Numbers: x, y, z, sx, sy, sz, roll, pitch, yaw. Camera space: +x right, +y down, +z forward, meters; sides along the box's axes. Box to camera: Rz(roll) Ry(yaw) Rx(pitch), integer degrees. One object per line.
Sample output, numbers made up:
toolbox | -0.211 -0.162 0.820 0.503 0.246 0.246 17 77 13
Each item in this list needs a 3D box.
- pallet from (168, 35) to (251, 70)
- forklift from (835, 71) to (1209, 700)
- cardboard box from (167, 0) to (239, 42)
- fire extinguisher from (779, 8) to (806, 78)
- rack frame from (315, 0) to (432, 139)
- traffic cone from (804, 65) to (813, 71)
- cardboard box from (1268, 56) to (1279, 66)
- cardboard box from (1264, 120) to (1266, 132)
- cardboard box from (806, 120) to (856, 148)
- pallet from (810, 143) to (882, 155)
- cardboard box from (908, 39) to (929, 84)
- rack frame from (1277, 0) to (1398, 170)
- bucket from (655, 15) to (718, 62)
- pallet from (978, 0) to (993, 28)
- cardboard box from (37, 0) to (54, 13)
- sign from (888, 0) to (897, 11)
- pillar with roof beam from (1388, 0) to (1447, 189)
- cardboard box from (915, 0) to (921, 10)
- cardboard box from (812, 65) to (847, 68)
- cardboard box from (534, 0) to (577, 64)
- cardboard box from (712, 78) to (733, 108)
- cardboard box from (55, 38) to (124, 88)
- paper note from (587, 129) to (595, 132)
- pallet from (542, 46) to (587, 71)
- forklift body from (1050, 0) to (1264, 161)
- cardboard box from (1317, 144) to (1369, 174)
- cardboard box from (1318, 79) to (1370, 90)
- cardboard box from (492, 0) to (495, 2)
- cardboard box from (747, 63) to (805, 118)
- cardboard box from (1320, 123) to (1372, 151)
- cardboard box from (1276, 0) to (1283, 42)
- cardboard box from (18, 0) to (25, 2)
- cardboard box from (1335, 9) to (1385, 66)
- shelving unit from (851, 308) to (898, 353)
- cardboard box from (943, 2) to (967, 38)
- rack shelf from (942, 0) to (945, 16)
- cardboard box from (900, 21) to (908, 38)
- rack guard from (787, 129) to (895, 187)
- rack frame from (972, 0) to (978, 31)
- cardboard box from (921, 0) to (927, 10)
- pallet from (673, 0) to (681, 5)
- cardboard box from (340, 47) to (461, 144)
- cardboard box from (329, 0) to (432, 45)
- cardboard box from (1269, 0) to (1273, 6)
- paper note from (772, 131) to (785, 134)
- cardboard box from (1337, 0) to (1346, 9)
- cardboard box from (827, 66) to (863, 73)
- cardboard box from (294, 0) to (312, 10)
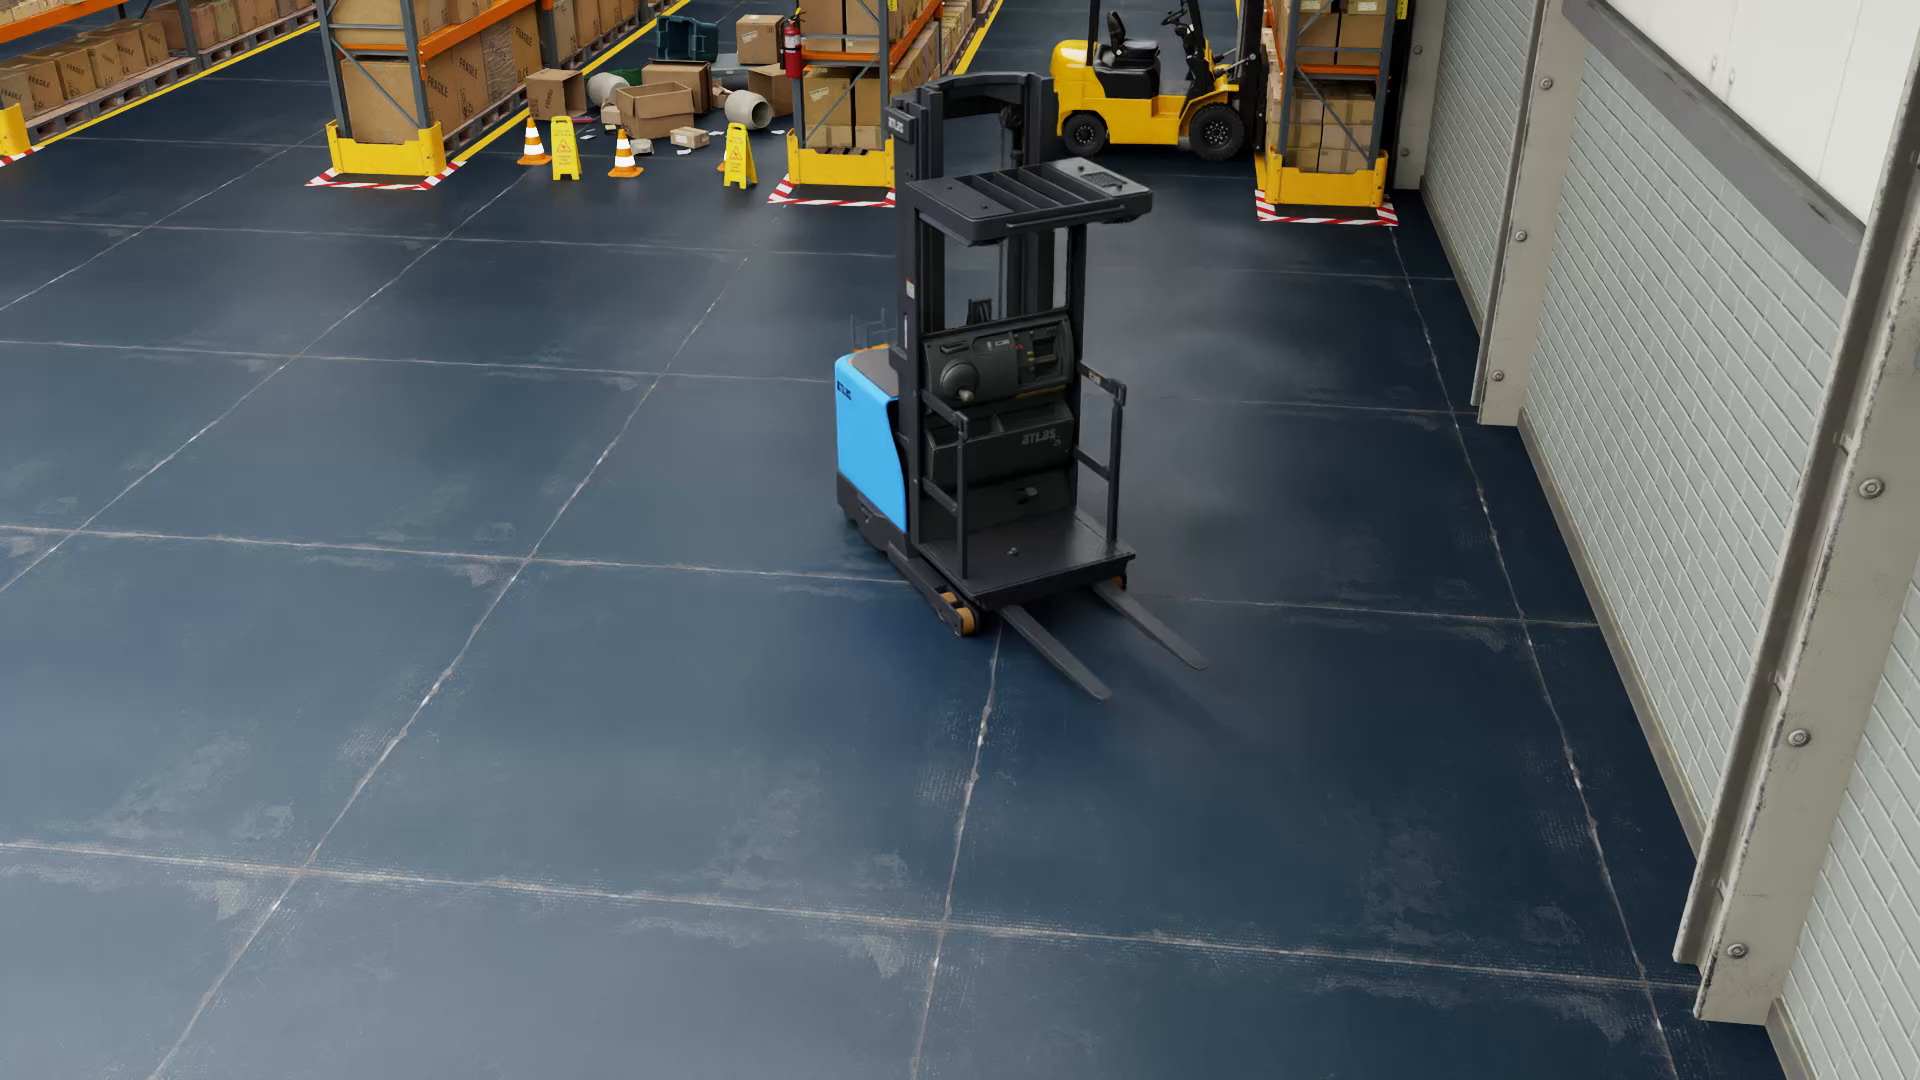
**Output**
pallet | -10.470 -6.683 22.725 1.003 0.211 1.213 3 28 6
forklift | 0.329 -0.983 9.276 1.130 2.935 3.031 -14 31 -24
cardboard box | -10.390 -7.149 22.820 0.700 0.500 0.500 3 28 6
fire extinguisher | -1.690 -5.024 16.787 0.296 0.674 0.183 3 28 6
rack frame | -6.144 -5.325 17.264 1.000 3.000 0.127 3 28 6
traffic cone | -1.966 -6.516 22.150 0.336 0.463 0.334 3 28 6
cardboard box | 3.633 -5.165 18.369 0.500 0.250 0.500 3 28 5
cardboard box | 3.634 -4.727 18.610 0.500 0.250 0.500 4 29 8
cardboard box | -1.384 -4.467 18.128 0.500 0.250 0.500 3 28 6
pallet | -1.075 -4.274 18.253 1.003 0.211 1.213 3 28 6
cardboard box | -0.657 -5.499 19.252 0.500 0.500 0.500 5 29 9
rack frame | 3.708 -4.799 16.287 1.000 3.000 0.127 3 28 6
bucket | -3.382 -6.238 20.808 0.726 0.611 0.620 14 21 24
pallet | -0.067 -7.990 25.151 1.003 0.211 1.213 3 28 6
cardboard box | -10.640 -6.140 19.042 0.380 0.149 0.250 3 28 6
sign | -0.680 -5.435 16.555 0.100 0.325 0.005 3 28 6
pillar with roof beam | 0.415 -7.965 15.839 9.100 9.000 0.400 3 28 6
cardboard box | -0.710 -6.191 18.452 0.500 0.500 0.500 3 28 5
cardboard box | -1.401 -5.244 18.096 0.380 0.149 0.250 4 29 8
cardboard box | -5.667 -6.700 21.745 1.050 0.750 0.750 3 28 6
cardboard box | -2.959 -5.506 20.482 0.258 0.266 0.396 -17 33 -29
cardboard box | -10.713 -5.876 20.479 0.500 0.500 0.500 1 28 2
paper note | -4.310 -4.782 19.407 0.032 0.001 0.123 20 34 32
pallet | -5.634 -6.348 22.103 1.003 0.211 1.213 3 28 6
forklift body | 2.130 -5.424 18.342 2.313 2.155 1.214 3 28 6
cardboard box | 3.962 -3.993 17.247 0.500 0.250 0.500 3 29 6
cardboard box | 4.012 -4.664 17.439 0.500 0.250 0.500 3 28 6
cardboard box | -5.915 -6.592 19.458 0.875 0.550 0.550 3 28 6
cardboard box | -2.210 -5.444 20.117 0.500 0.500 0.500 -24 36 -37
cardboard box | 3.972 -4.202 17.109 0.500 0.250 0.500 4 29 7
cardboard box | 3.643 -5.574 17.621 0.500 0.500 0.500 3 28 5
cardboard box | -11.017 -6.336 18.721 0.875 0.500 0.500 3 28 6
cardboard box | 4.044 -5.060 16.666 0.500 0.500 0.500 4 29 8
shelving unit | -0.526 -0.902 10.939 0.258 1.200 0.189 -16 28 -27
cardboard box | -0.400 -7.266 23.194 0.950 0.372 0.625 3 28 5
rack shelf | -0.484 -7.593 22.232 1.077 0.370 4.000 3 28 6
cardboard box | -0.765 -5.479 17.815 0.380 0.149 0.250 4 29 7
rack guard | -1.209 -4.021 17.478 1.175 0.500 0.348 3 28 6
rack frame | -0.238 -8.851 23.809 1.000 3.000 0.127 3 28 6
cardboard box | -0.587 -6.210 19.171 0.380 0.149 0.250 3 28 5
pallet | -4.914 -8.804 26.661 1.003 0.211 1.213 3 28 6
cardboard box | -6.126 -4.898 18.268 0.875 0.875 0.875 4 29 6
cardboard box | -6.143 -5.569 17.558 0.875 0.550 0.550 3 28 6
cardboard box | 3.885 -6.532 19.398 0.500 0.500 0.500 3 28 5
paper note | -2.111 -4.744 19.315 0.142 0.019 0.148 -6 29 -11
cardboard box | 3.974 -5.393 16.600 0.380 0.149 0.250 3 28 6
cardboard box | -1.319 -5.028 18.378 0.500 0.500 0.500 4 29 8
cardboard box | -10.136 -8.204 24.779 0.700 0.500 0.500 2 28 4
